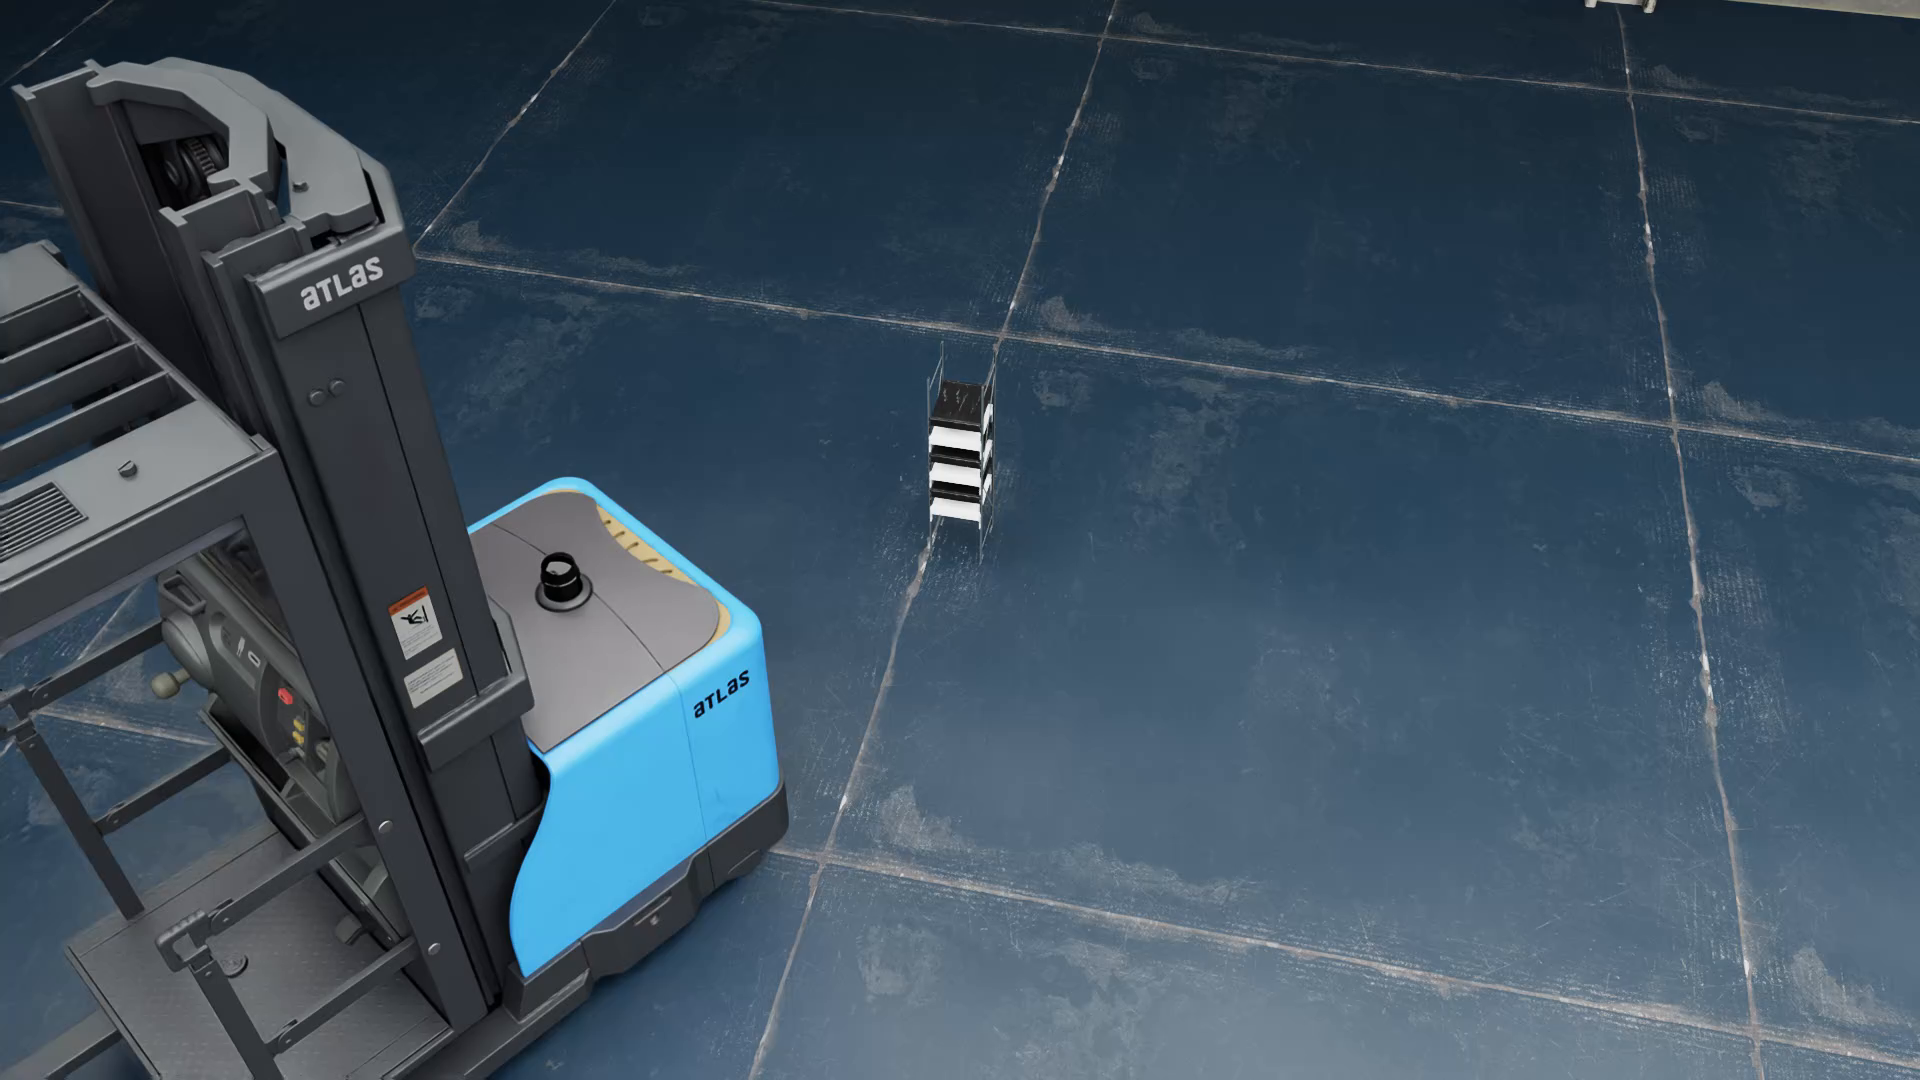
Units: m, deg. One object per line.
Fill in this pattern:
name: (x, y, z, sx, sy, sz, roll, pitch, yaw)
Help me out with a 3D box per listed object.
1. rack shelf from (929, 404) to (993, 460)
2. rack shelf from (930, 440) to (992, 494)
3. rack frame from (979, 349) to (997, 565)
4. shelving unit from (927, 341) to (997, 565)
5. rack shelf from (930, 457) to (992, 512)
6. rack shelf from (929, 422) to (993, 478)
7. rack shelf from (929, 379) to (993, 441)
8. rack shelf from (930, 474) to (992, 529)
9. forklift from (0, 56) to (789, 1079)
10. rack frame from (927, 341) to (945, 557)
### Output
rack shelf: (0.008, -0.429, 6.335, 0.200, 0.077, 0.258, 9, 45, 9)
rack shelf: (0.008, -0.299, 6.460, 0.200, 0.077, 0.258, 9, 45, 9)
rack frame: (0.107, -0.308, 6.421, 0.006, 0.900, 0.240, 9, 45, 9)
shelving unit: (0.008, -0.323, 6.437, 0.210, 0.900, 0.258, 9, 45, 9)
rack shelf: (0.008, -0.234, 6.522, 0.200, 0.077, 0.258, 9, 45, 9)
rack shelf: (0.008, -0.364, 6.397, 0.200, 0.077, 0.258, 9, 45, 9)
rack shelf: (0.008, -0.493, 6.273, 0.200, 0.077, 0.258, 9, 45, 9)
rack shelf: (0.008, -0.169, 6.585, 0.200, 0.077, 0.258, 9, 45, 9)
forklift: (-1.976, 0.445, 4.174, 1.130, 2.935, 3.031, 35, 54, 31)
rack frame: (-0.091, -0.338, 6.453, 0.006, 0.900, 0.240, 9, 45, 9)
